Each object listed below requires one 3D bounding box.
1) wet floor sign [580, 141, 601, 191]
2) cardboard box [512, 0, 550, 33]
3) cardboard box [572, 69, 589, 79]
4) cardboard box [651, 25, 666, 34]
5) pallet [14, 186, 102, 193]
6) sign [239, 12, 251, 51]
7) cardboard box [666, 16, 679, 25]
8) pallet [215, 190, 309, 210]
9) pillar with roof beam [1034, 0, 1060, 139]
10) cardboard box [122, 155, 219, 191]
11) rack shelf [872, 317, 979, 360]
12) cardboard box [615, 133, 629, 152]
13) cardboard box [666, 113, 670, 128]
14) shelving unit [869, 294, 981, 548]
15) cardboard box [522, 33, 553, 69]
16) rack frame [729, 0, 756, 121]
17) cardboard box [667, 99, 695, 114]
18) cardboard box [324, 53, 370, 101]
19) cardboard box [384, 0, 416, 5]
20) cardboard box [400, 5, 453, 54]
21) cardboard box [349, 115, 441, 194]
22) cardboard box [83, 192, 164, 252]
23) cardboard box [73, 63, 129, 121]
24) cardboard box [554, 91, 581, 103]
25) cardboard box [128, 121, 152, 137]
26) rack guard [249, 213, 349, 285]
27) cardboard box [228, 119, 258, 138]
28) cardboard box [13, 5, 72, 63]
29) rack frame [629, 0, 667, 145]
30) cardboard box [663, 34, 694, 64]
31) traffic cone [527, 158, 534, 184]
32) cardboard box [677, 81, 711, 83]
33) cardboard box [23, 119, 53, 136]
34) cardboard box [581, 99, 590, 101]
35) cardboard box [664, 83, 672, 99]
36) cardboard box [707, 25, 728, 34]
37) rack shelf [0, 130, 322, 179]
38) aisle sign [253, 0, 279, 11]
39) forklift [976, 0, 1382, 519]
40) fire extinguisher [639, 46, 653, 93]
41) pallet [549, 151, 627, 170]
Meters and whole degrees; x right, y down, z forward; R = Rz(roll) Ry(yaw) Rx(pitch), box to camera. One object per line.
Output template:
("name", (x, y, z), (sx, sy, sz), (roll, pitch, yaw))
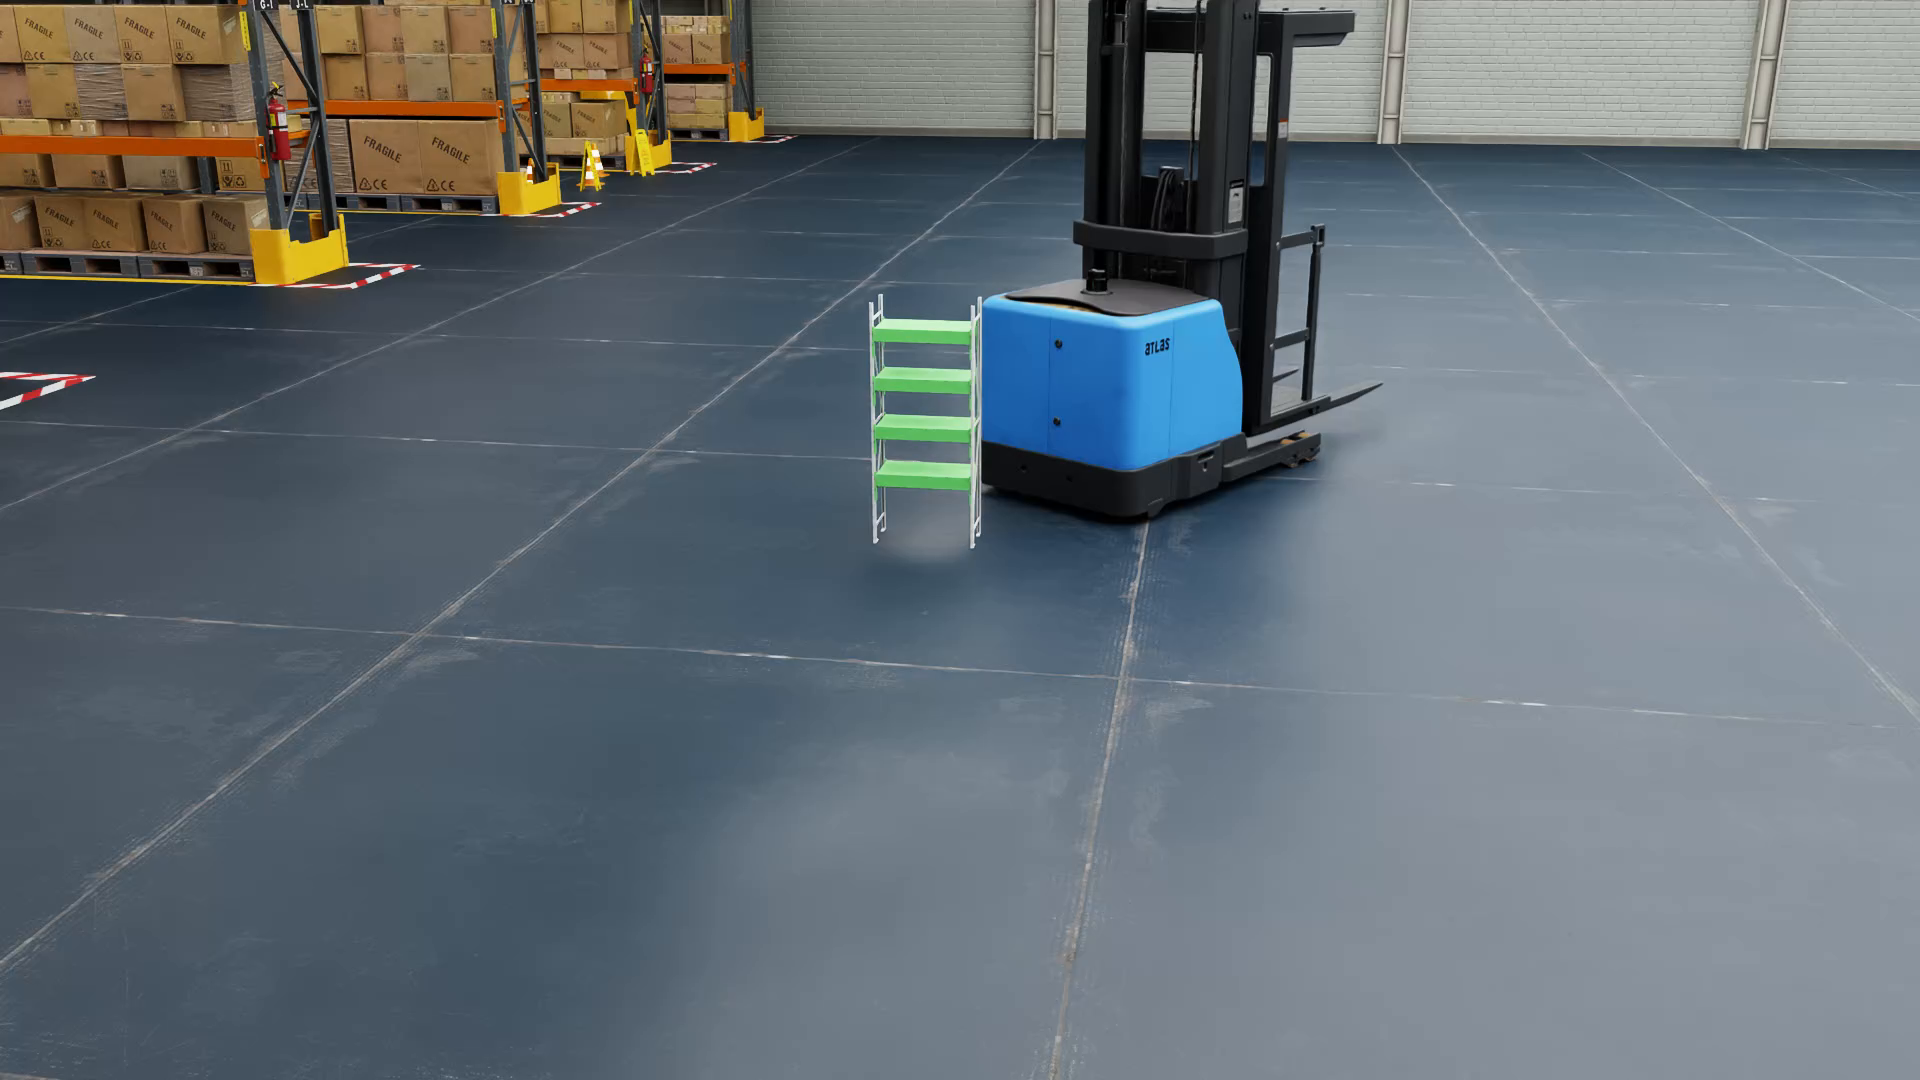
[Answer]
("wet floor sign", (-4.969, -5.013, 22.268), (0.232, 0.644, 0.267), (0, 19, -1))
("cardboard box", (-6.183, -7.708, 24.409), (0.500, 0.500, 0.700), (3, 19, 8))
("cardboard box", (-5.547, -6.897, 24.584), (0.250, 0.149, 0.380), (3, 19, 8))
("cardboard box", (-5.247, -8.957, 29.165), (0.250, 0.149, 0.380), (2, 19, 7))
("pallet", (-11.243, -4.465, 21.316), (1.213, 0.211, 1.003), (3, 19, 9))
("sign", (-6.306, -4.488, 14.666), (0.005, 0.325, 0.100), (3, 19, 9))
("cardboard box", (-4.975, -9.113, 29.163), (0.250, 0.149, 0.380), (3, 19, 9))
("pallet", (-8.522, -4.327, 20.902), (1.213, 0.211, 1.003), (3, 19, 9))
("pillar with roof beam", (0.854, -10.133, 24.407), (0.400, 9.000, 9.100), (3, 19, 9))
("cardboard box", (-9.888, -4.847, 20.946), (0.750, 0.750, 1.050), (3, 19, 8))
("rack shelf", (-0.163, -0.972, 8.006), (0.480, 0.148, 0.258), (3, 19, 9))
("cardboard box", (-5.379, -6.089, 25.445), (0.500, 0.250, 0.500), (3, 19, 8))
("cardboard box", (-5.338, -7.498, 29.655), (0.500, 0.250, 0.500), (3, 19, 9))
("shelving unit", (-0.163, -0.577, 8.138), (0.503, 1.200, 0.258), (3, 19, 9))
("cardboard box", (-6.193, -7.249, 24.614), (0.500, 0.500, 0.500), (3, 19, 8))
("rack frame", (-3.842, -8.622, 29.343), (0.127, 3.000, 1.000), (3, 19, 9))
("cardboard box", (-4.866, -7.709, 29.500), (0.500, 0.250, 0.500), (3, 19, 8))
("cardboard box", (-7.294, -5.688, 20.340), (0.500, 0.550, 0.875), (3, 19, 9))
("cardboard box", (-8.175, -7.840, 24.806), (0.500, 0.500, 0.700), (3, 19, 8))
("cardboard box", (-6.229, -6.123, 19.939), (0.550, 0.550, 0.875), (3, 19, 9))
("cardboard box", (-6.861, -4.759, 20.486), (0.875, 0.875, 0.875), (3, 19, 8))
("cardboard box", (-8.023, -3.069, 16.026), (0.500, 0.500, 0.500), (5, 19, 14))
("cardboard box", (-7.736, -4.213, 15.540), (0.500, 0.500, 0.875), (3, 19, 9))
("cardboard box", (-5.832, -6.581, 24.712), (0.250, 0.149, 0.380), (3, 19, 10))
("cardboard box", (-7.498, -3.845, 15.462), (0.250, 0.149, 0.380), (3, 19, 9))
("rack guard", (-6.273, -2.780, 15.824), (0.348, 0.500, 1.175), (3, 19, 9))
("cardboard box", (-6.512, -3.792, 15.306), (0.250, 0.149, 0.380), (3, 19, 9))
("cardboard box", (-8.260, -4.652, 15.276), (0.500, 0.500, 0.500), (3, 19, 9))
("rack frame", (-4.626, -7.066, 24.695), (0.127, 3.000, 1.000), (3, 19, 9))
("cardboard box", (-4.881, -8.641, 29.242), (0.500, 0.500, 0.500), (4, 19, 10))
("traffic cone", (-5.611, -4.779, 21.857), (0.334, 0.463, 0.336), (3, 19, 9))
("cardboard box", (-4.781, -8.099, 29.876), (0.500, 0.250, 0.500), (3, 19, 9))
("cardboard box", (-8.500, -3.868, 15.531), (0.250, 0.149, 0.380), (3, 19, 9))
("cardboard box", (-5.919, -6.470, 25.404), (0.500, 0.500, 0.500), (2, 19, 7))
("cardboard box", (-5.351, -7.963, 29.470), (0.500, 0.250, 0.500), (3, 19, 9))
("cardboard box", (-4.229, -8.906, 29.014), (0.250, 0.149, 0.380), (3, 19, 9))
("rack shelf", (-8.173, -3.721, 15.831), (4.000, 0.370, 1.077), (3, 19, 9))
("aisle sign", (-6.184, -5.097, 14.714), (0.004, 0.787, 0.394), (3, 19, 9))
("forklift", (1.440, -1.892, 9.338), (1.130, 2.935, 3.031), (16, 24, 39))
("fire extinguisher", (-4.586, -6.880, 24.259), (0.183, 0.674, 0.296), (3, 19, 9))
("pallet", (-5.498, -5.800, 25.304), (1.213, 0.211, 1.003), (3, 19, 9))
